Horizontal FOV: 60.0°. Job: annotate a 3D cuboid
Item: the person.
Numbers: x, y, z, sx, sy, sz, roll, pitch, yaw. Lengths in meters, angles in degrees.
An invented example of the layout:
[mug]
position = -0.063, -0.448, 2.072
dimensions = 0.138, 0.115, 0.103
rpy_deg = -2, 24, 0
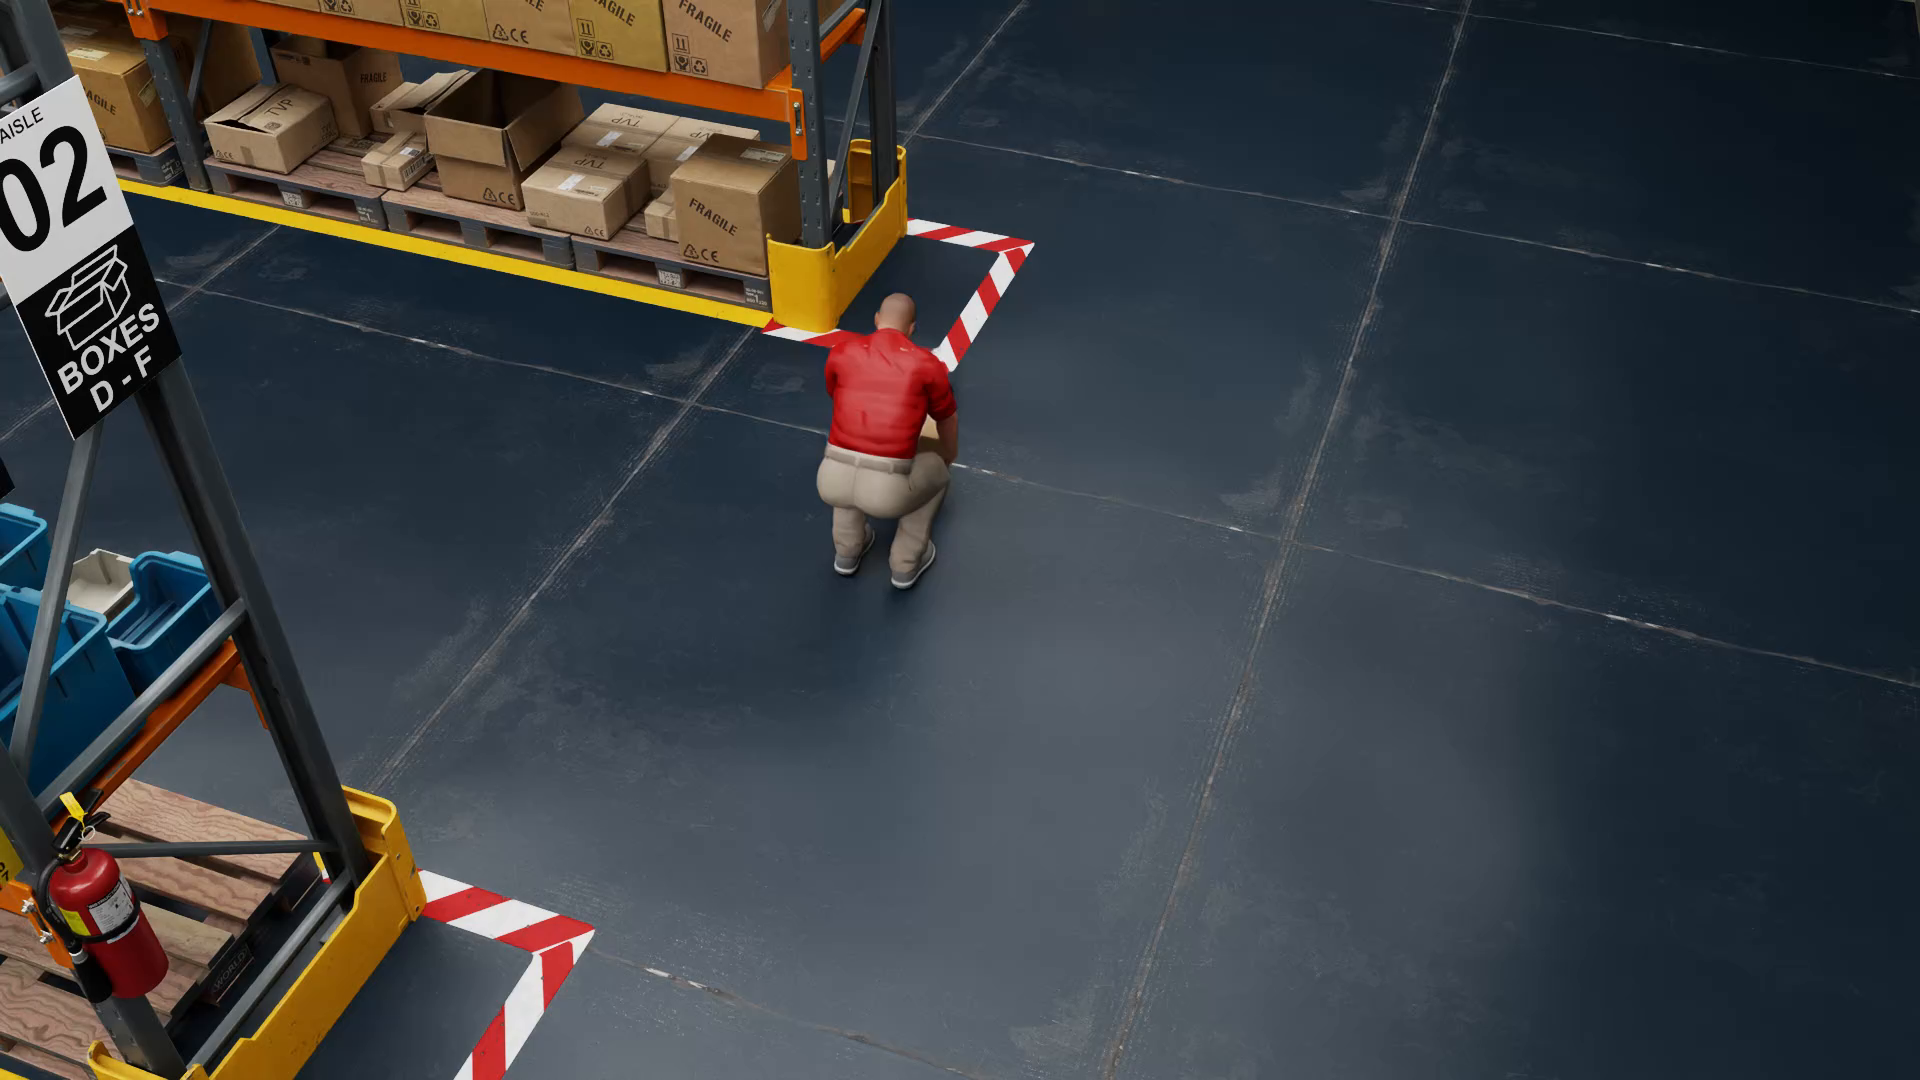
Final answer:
[person]
position = -0.324, -0.380, 7.065
dimensions = 0.523, 0.997, 0.794
rpy_deg = 13, 43, 15
